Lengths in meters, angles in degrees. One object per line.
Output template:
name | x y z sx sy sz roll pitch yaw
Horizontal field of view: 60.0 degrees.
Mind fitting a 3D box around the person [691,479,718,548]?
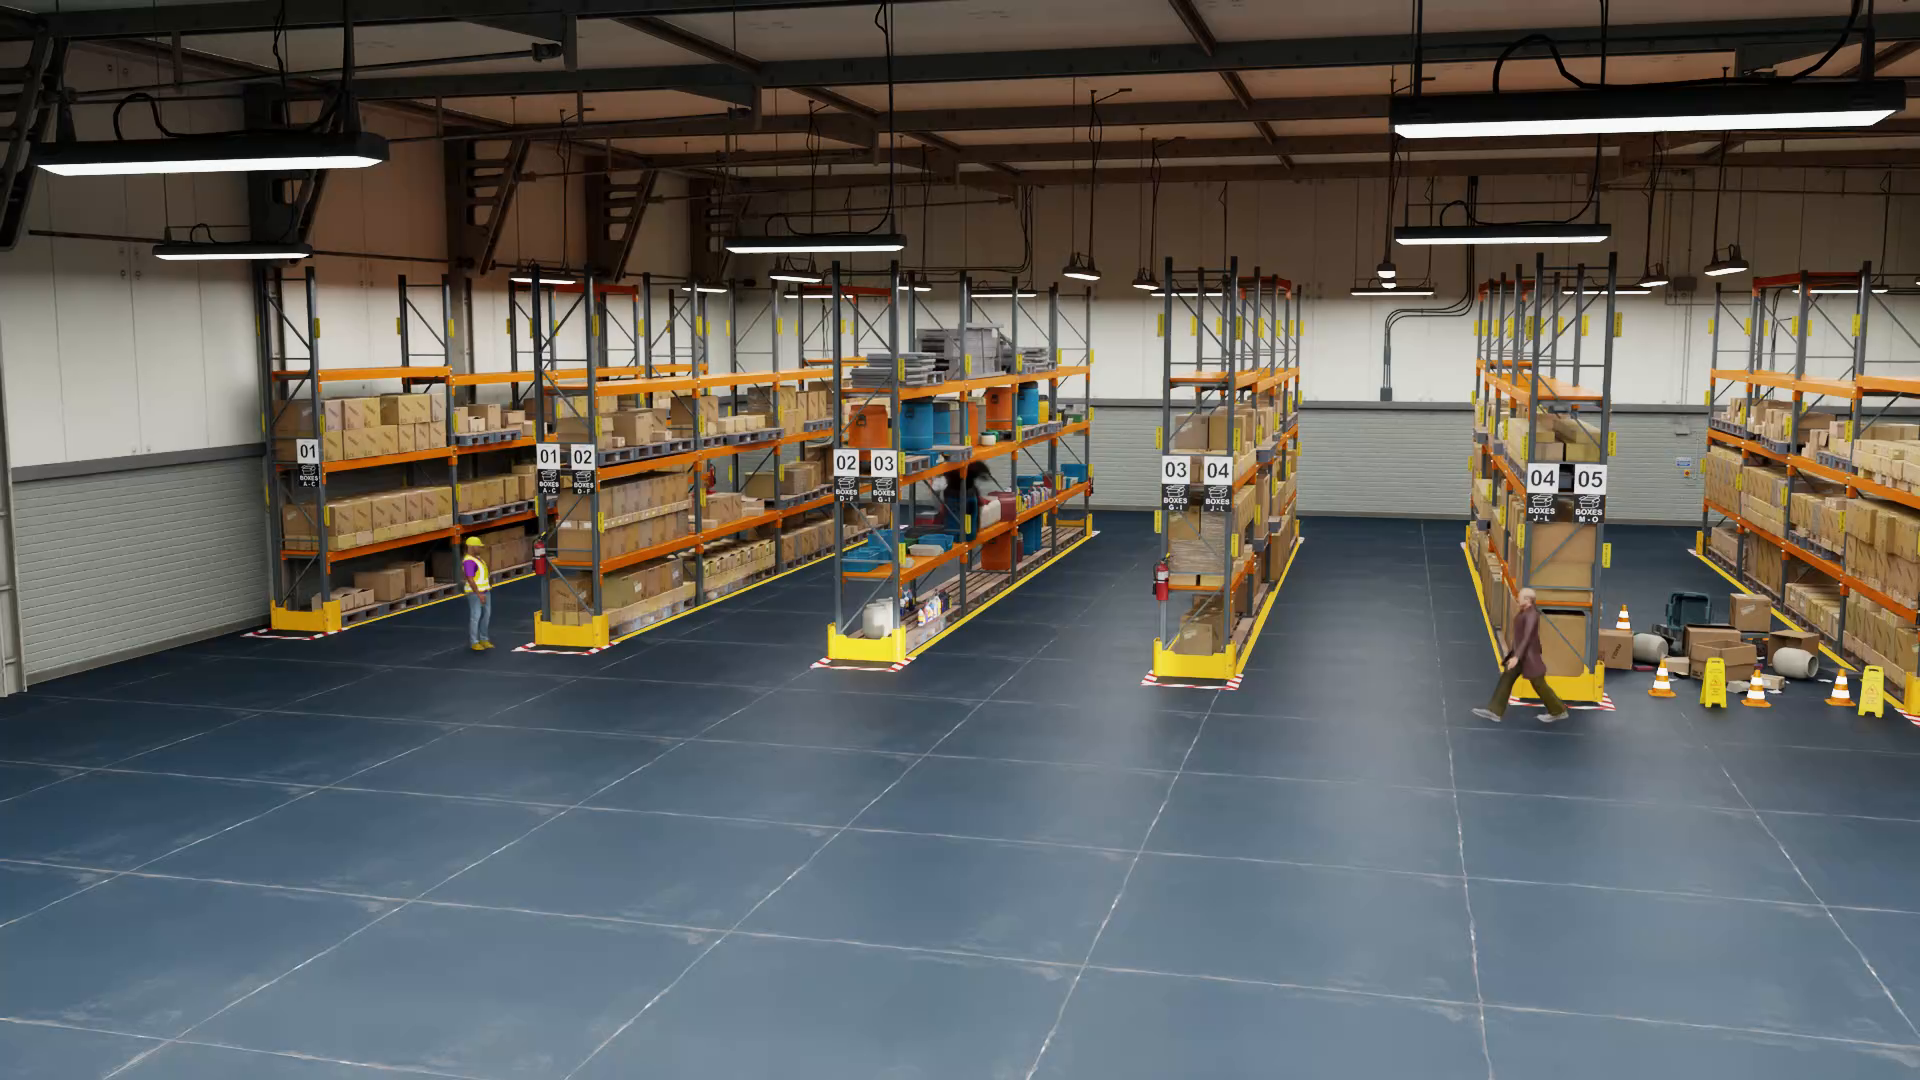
person | -5.605 -0.460 36.458 0.696 1.780 0.846 3 8 19

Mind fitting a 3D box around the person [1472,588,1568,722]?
person | 7.148 1.569 21.082 1.110 1.541 0.532 0 7 -4

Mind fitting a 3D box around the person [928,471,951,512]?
person | -0.539 -1.305 42.977 0.558 1.719 1.025 1 7 8

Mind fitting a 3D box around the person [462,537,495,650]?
person | -7.531 0.847 26.054 0.570 1.814 0.638 3 8 20
